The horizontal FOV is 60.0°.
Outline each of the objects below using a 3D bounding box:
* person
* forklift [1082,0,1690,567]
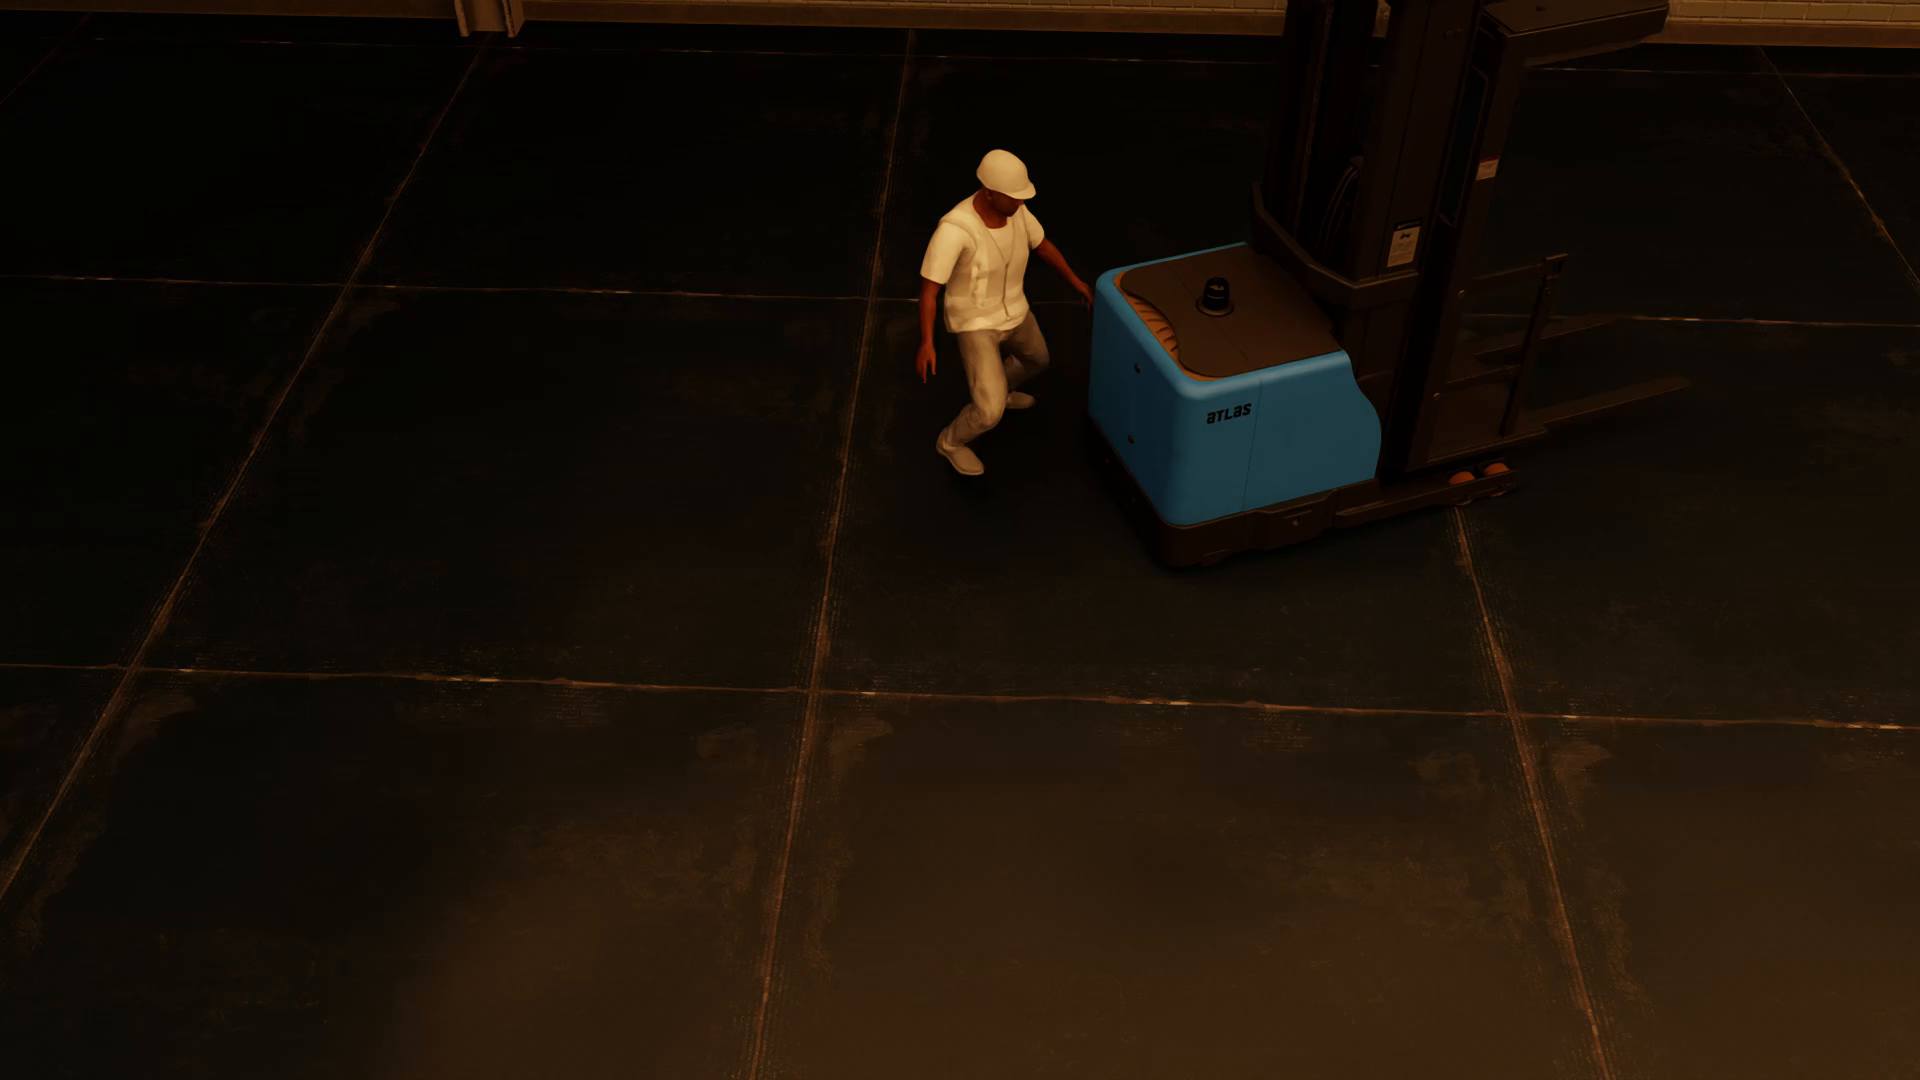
[{"bbox_3d":[0.176,-1.084,7.905,1.004,1.647,0.642,-32,51,-30],"label":"person"},{"bbox_3d":[2.184,-1.571,7.463,3.031,2.935,1.130,-14,44,-15],"label":"forklift"}]
